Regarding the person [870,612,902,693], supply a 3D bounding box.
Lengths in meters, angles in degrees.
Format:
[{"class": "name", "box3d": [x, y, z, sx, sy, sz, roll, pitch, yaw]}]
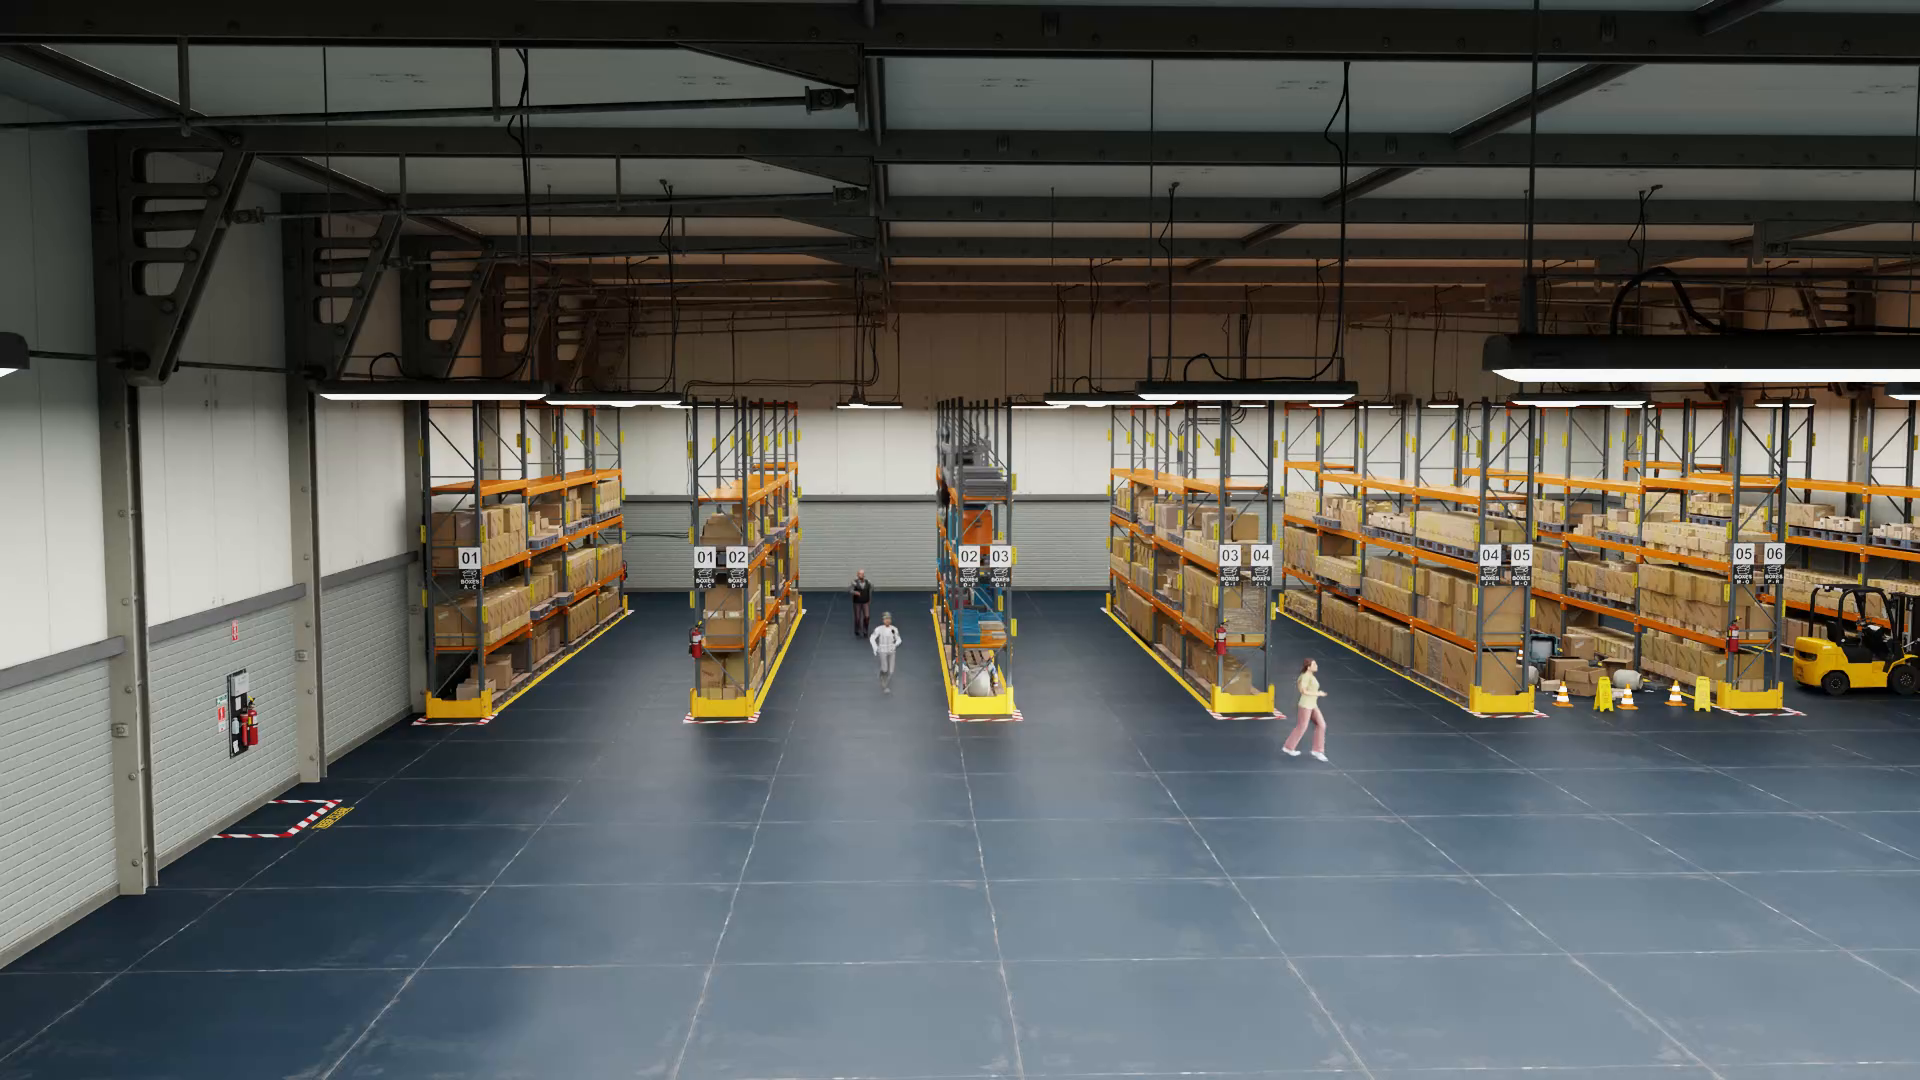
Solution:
[{"class": "person", "box3d": [-1.476, 2.287, 33.662, 0.597, 1.650, 0.531, -1, 5, -15]}]

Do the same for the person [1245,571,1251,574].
[{"class": "person", "box3d": [7.989, 1.345, 46.158, 0.626, 1.655, 0.554, 0, 4, 6]}]

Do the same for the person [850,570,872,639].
[{"class": "person", "box3d": [-2.496, 1.637, 42.019, 0.603, 1.779, 0.809, -1, 5, -12]}]

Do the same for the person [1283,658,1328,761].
[{"class": "person", "box3d": [5.669, 2.796, 27.325, 0.745, 1.703, 0.541, 2, 5, 29]}]
